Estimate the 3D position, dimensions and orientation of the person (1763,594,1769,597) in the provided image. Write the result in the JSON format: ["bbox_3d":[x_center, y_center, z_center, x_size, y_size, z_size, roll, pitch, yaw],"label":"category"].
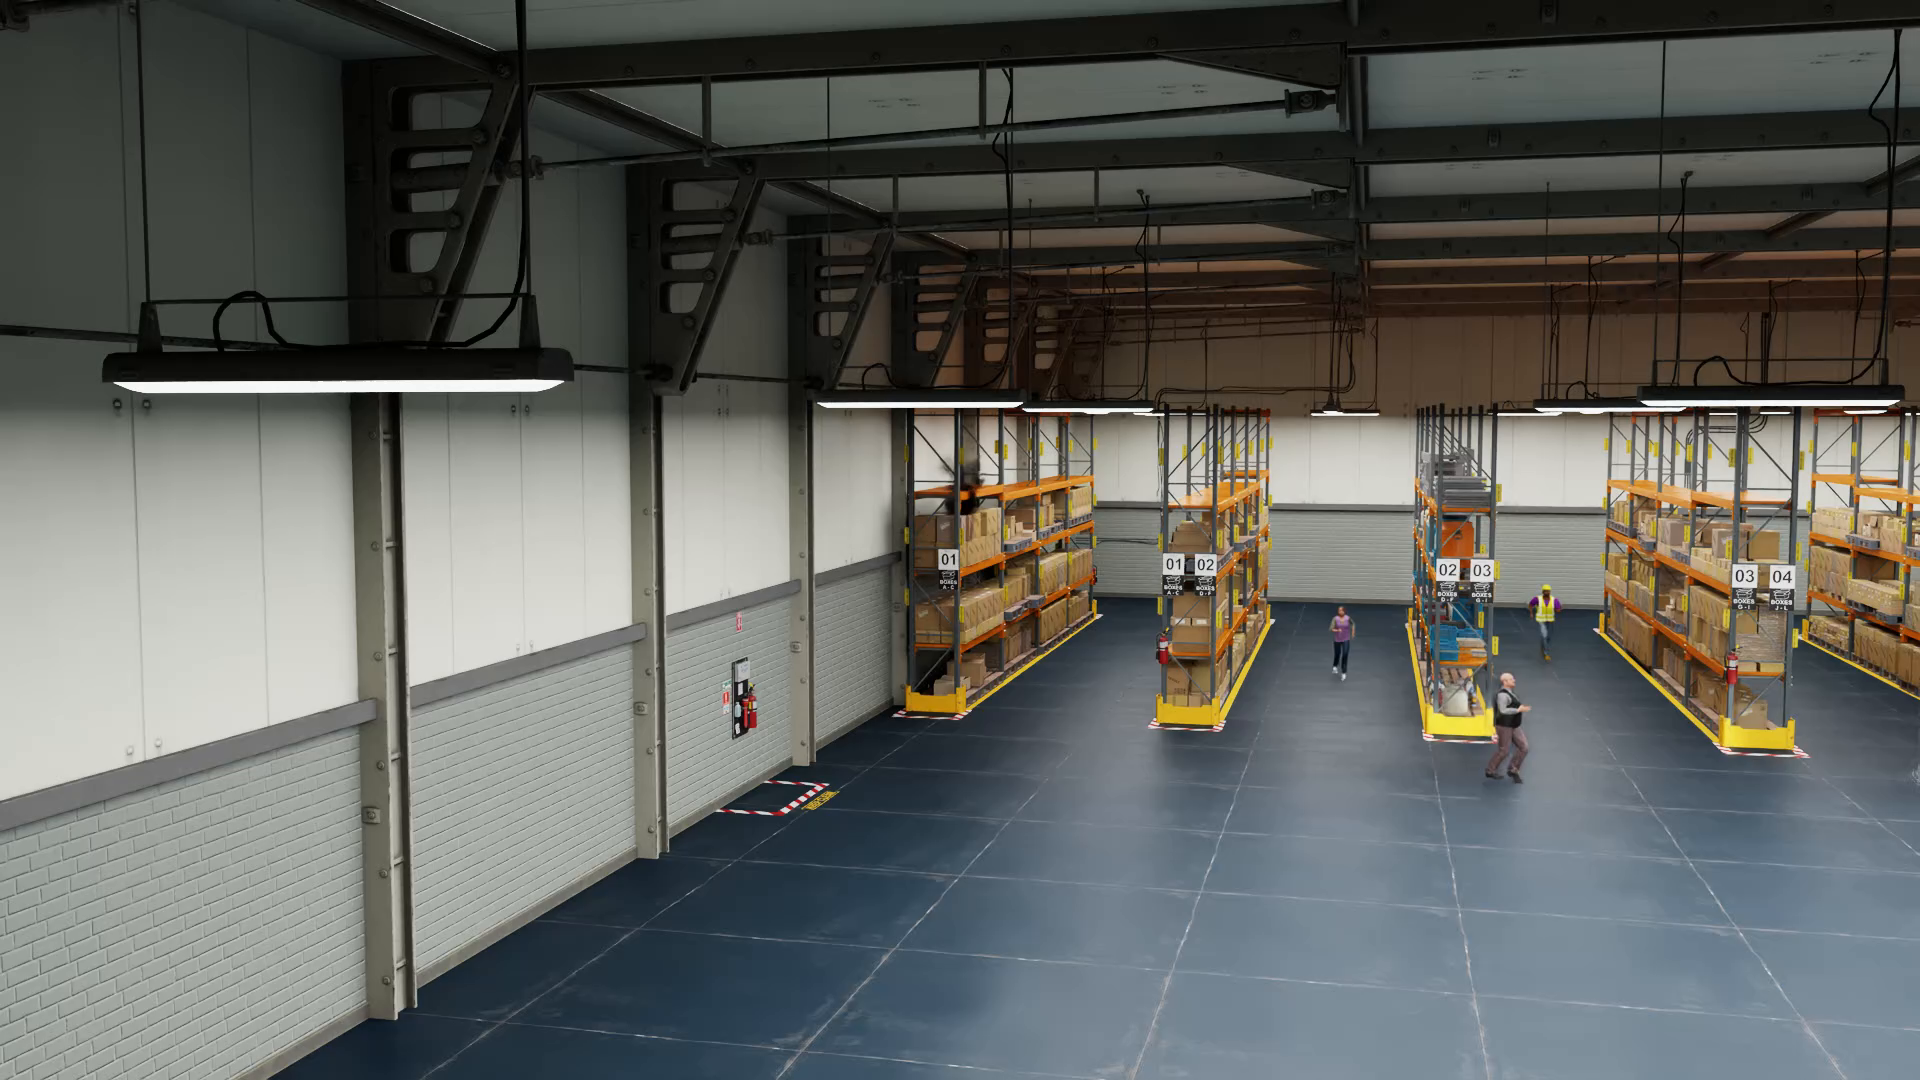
[{"bbox_3d":[20.416,1.814,42.013,0.712,1.735,0.656,2,5,24],"label":"person"}]

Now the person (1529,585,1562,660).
[{"bbox_3d":[13.924,1.933,39.542,0.701,1.750,0.981,0,4,4],"label":"person"}]

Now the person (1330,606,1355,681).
[{"bbox_3d":[8.431,2.252,36.714,0.548,1.628,0.851,1,4,11],"label":"person"}]

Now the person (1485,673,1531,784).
[{"bbox_3d":[8.622,2.968,26.098,0.711,1.763,0.637,3,5,39],"label":"person"}]
